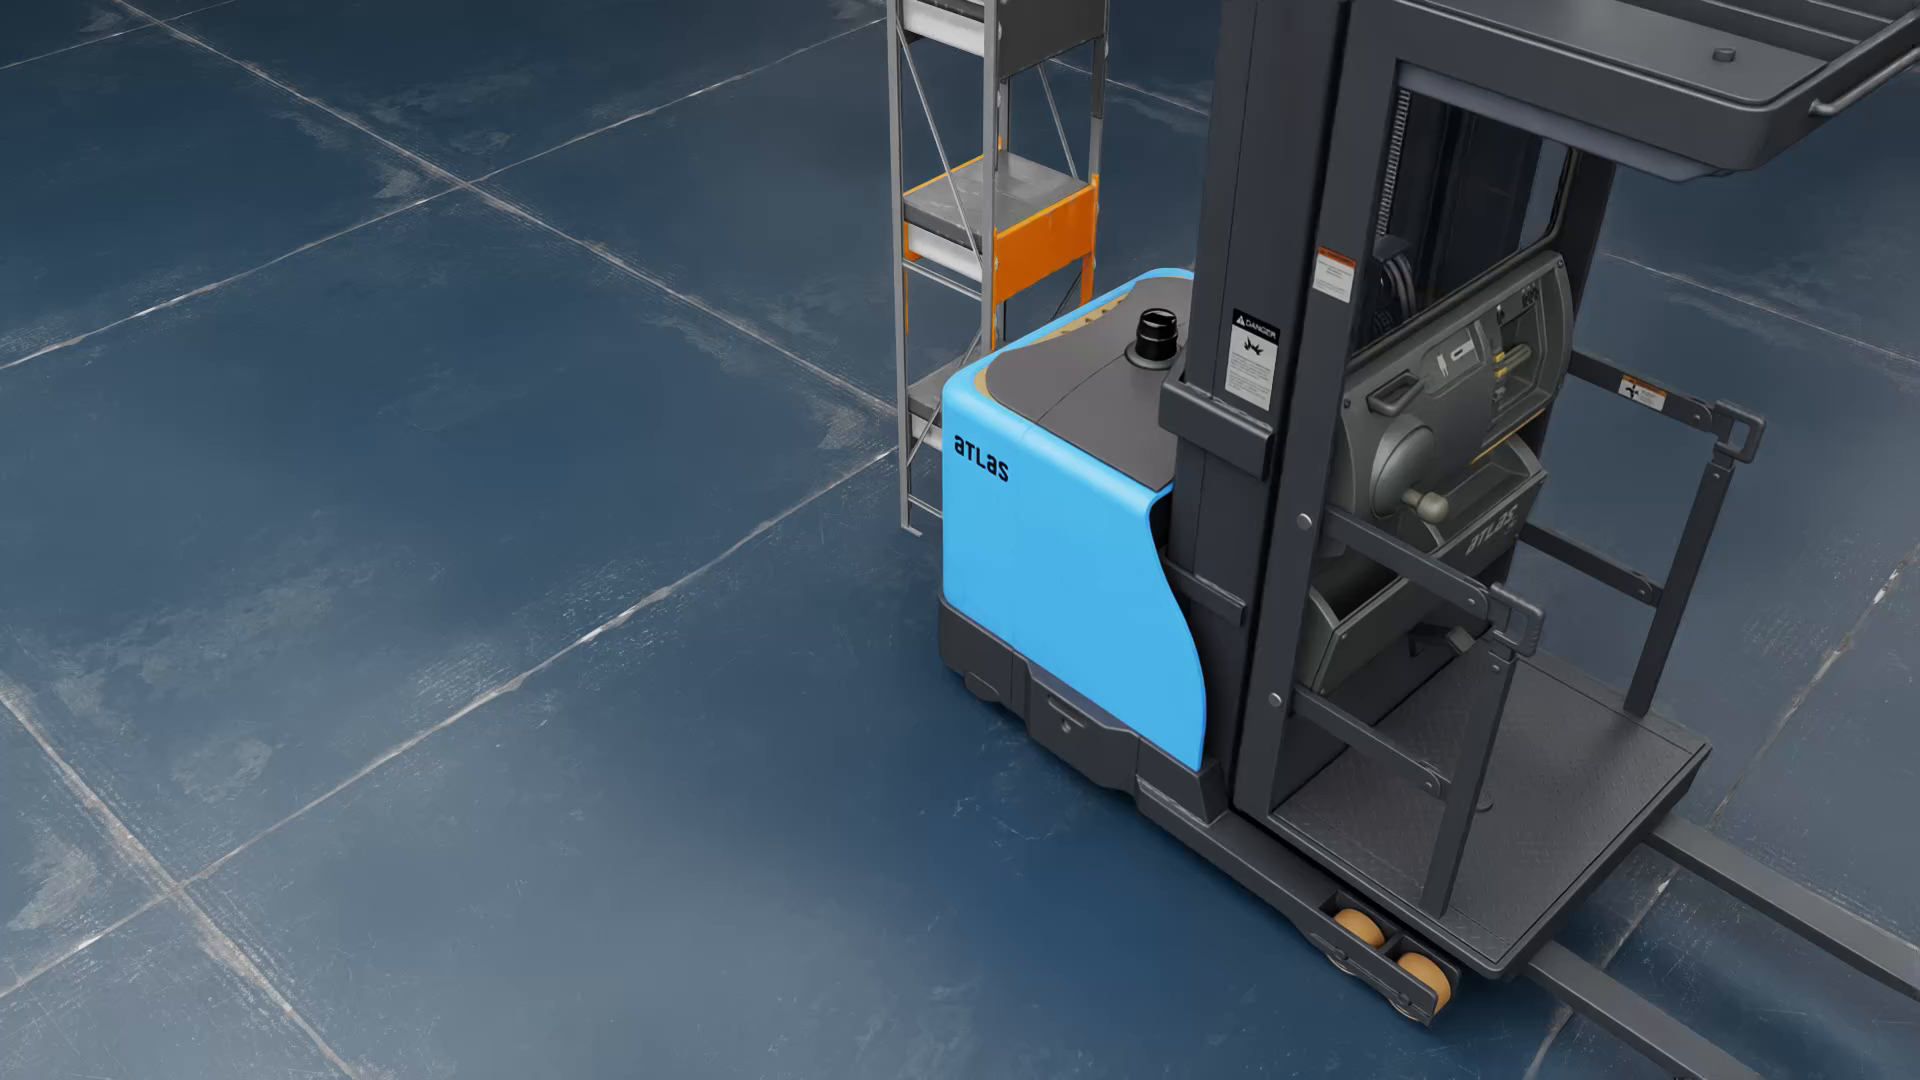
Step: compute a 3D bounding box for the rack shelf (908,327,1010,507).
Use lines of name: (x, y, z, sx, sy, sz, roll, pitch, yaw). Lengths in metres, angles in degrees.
rack shelf: (0.112, -0.339, 5.636, 0.431, 0.518, 0.480, 30, 47, 32)

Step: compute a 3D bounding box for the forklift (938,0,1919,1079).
forklift: (1.318, -0.298, 3.770, 1.130, 2.935, 3.031, -31, 48, -33)

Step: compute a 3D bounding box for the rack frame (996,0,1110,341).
rack frame: (0.276, -1.010, 5.333, 0.400, 2.100, 0.015, 30, 47, 32)

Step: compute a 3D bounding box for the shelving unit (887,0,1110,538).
shelving unit: (0.112, -0.898, 5.192, 0.431, 2.100, 0.503, 30, 47, 32)

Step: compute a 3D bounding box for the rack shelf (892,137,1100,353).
rack shelf: (0.112, -0.887, 5.201, 0.431, 0.518, 0.480, 30, 47, 32)

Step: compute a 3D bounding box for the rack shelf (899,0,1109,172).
rack shelf: (0.112, -1.435, 4.765, 0.431, 0.518, 0.480, 30, 47, 32)

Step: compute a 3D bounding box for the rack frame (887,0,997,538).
rack frame: (-0.053, -0.786, 5.051, 0.400, 2.100, 0.015, 30, 47, 32)
